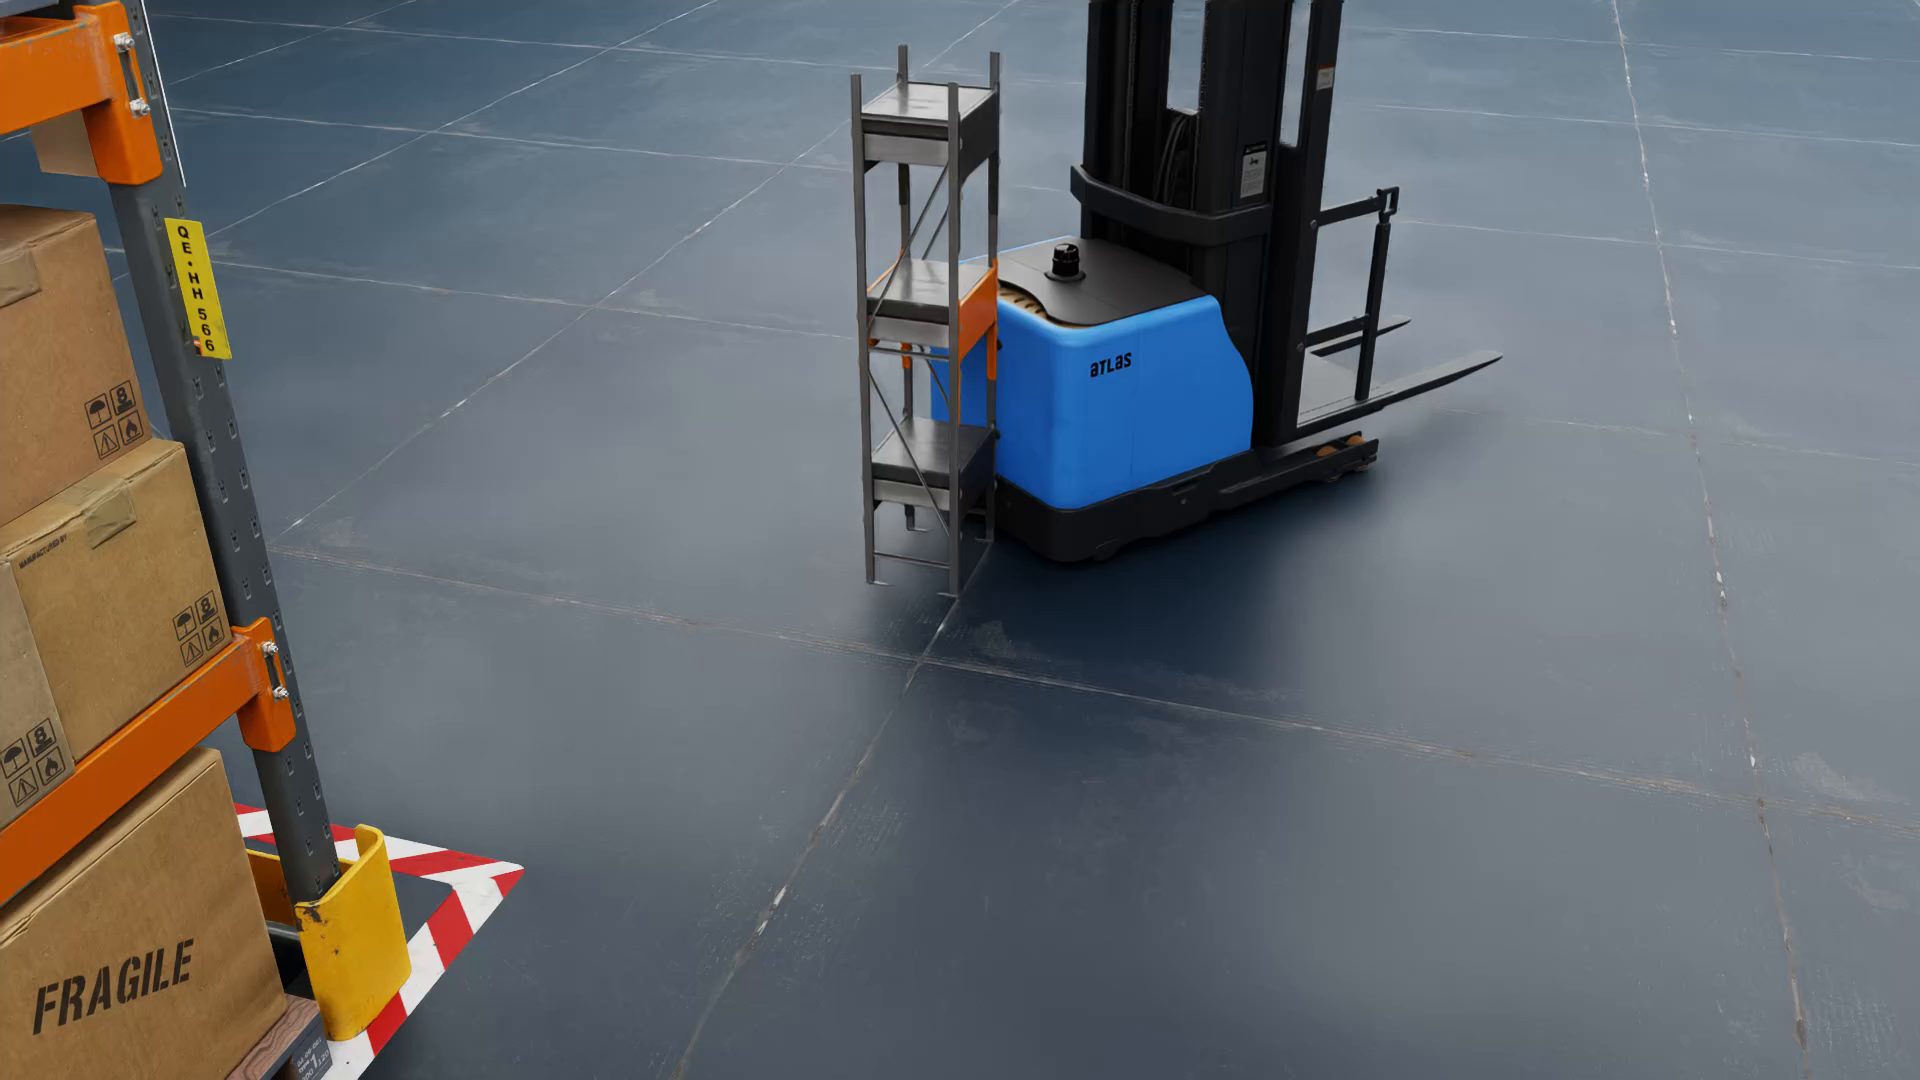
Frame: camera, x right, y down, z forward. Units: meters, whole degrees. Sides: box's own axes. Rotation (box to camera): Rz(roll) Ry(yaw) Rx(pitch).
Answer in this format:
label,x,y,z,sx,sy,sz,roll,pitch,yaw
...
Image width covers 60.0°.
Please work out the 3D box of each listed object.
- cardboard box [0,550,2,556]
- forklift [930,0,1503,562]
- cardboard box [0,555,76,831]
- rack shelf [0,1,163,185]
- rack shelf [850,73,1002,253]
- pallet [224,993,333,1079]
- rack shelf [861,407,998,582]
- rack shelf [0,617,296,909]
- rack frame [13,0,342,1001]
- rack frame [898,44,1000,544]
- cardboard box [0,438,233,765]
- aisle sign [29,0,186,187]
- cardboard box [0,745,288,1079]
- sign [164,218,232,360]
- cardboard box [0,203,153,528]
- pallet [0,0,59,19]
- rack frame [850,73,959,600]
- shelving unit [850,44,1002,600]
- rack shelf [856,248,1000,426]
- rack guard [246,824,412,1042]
label,x,y,z,sx,sy,sz,roll,pitch,yaw
cardboard box,-2.449,-0.139,3.148,0.875,0.550,0.550,8,30,15
forklift,1.352,-1.739,7.360,3.031,2.935,1.130,-19,34,-30
cardboard box,-2.436,0.335,3.407,0.875,0.550,0.550,8,30,15
rack shelf,-2.817,-0.104,2.006,1.077,0.370,4.000,8,30,15
rack shelf,-0.120,-1.420,6.231,0.431,0.518,0.480,9,30,16
pallet,-2.390,1.565,4.221,1.003,0.211,1.213,8,30,15
rack shelf,-0.120,-0.196,6.911,0.431,0.518,0.480,9,30,16
rack shelf,-2.817,1.207,2.735,1.077,0.370,4.000,8,30,15
rack frame,-2.230,-0.037,4.231,1.000,3.000,0.127,8,30,15
rack frame,-0.043,-0.933,6.767,0.400,2.100,0.015,9,30,16
cardboard box,-2.295,0.077,3.873,0.875,0.550,0.550,8,30,15
aisle sign,-1.922,-1.163,3.581,0.394,0.787,0.004,8,30,15
cardboard box,-2.366,1.033,4.062,0.875,0.875,0.875,9,30,15
sign,-1.715,-0.562,3.741,0.100,0.325,0.005,8,30,15
cardboard box,-2.376,-0.407,3.632,0.875,0.550,0.550,8,30,15
pallet,-2.438,-0.963,2.901,1.003,0.211,1.213,8,30,15
rack frame,-0.197,-0.708,6.362,0.400,2.100,0.015,9,30,16
shelving unit,-0.120,-0.820,6.564,0.431,2.100,0.503,9,30,16
rack shelf,-0.120,-0.808,6.571,0.431,0.518,0.480,9,30,16
rack guard,-2.223,1.044,4.858,1.175,0.500,0.348,8,30,15
